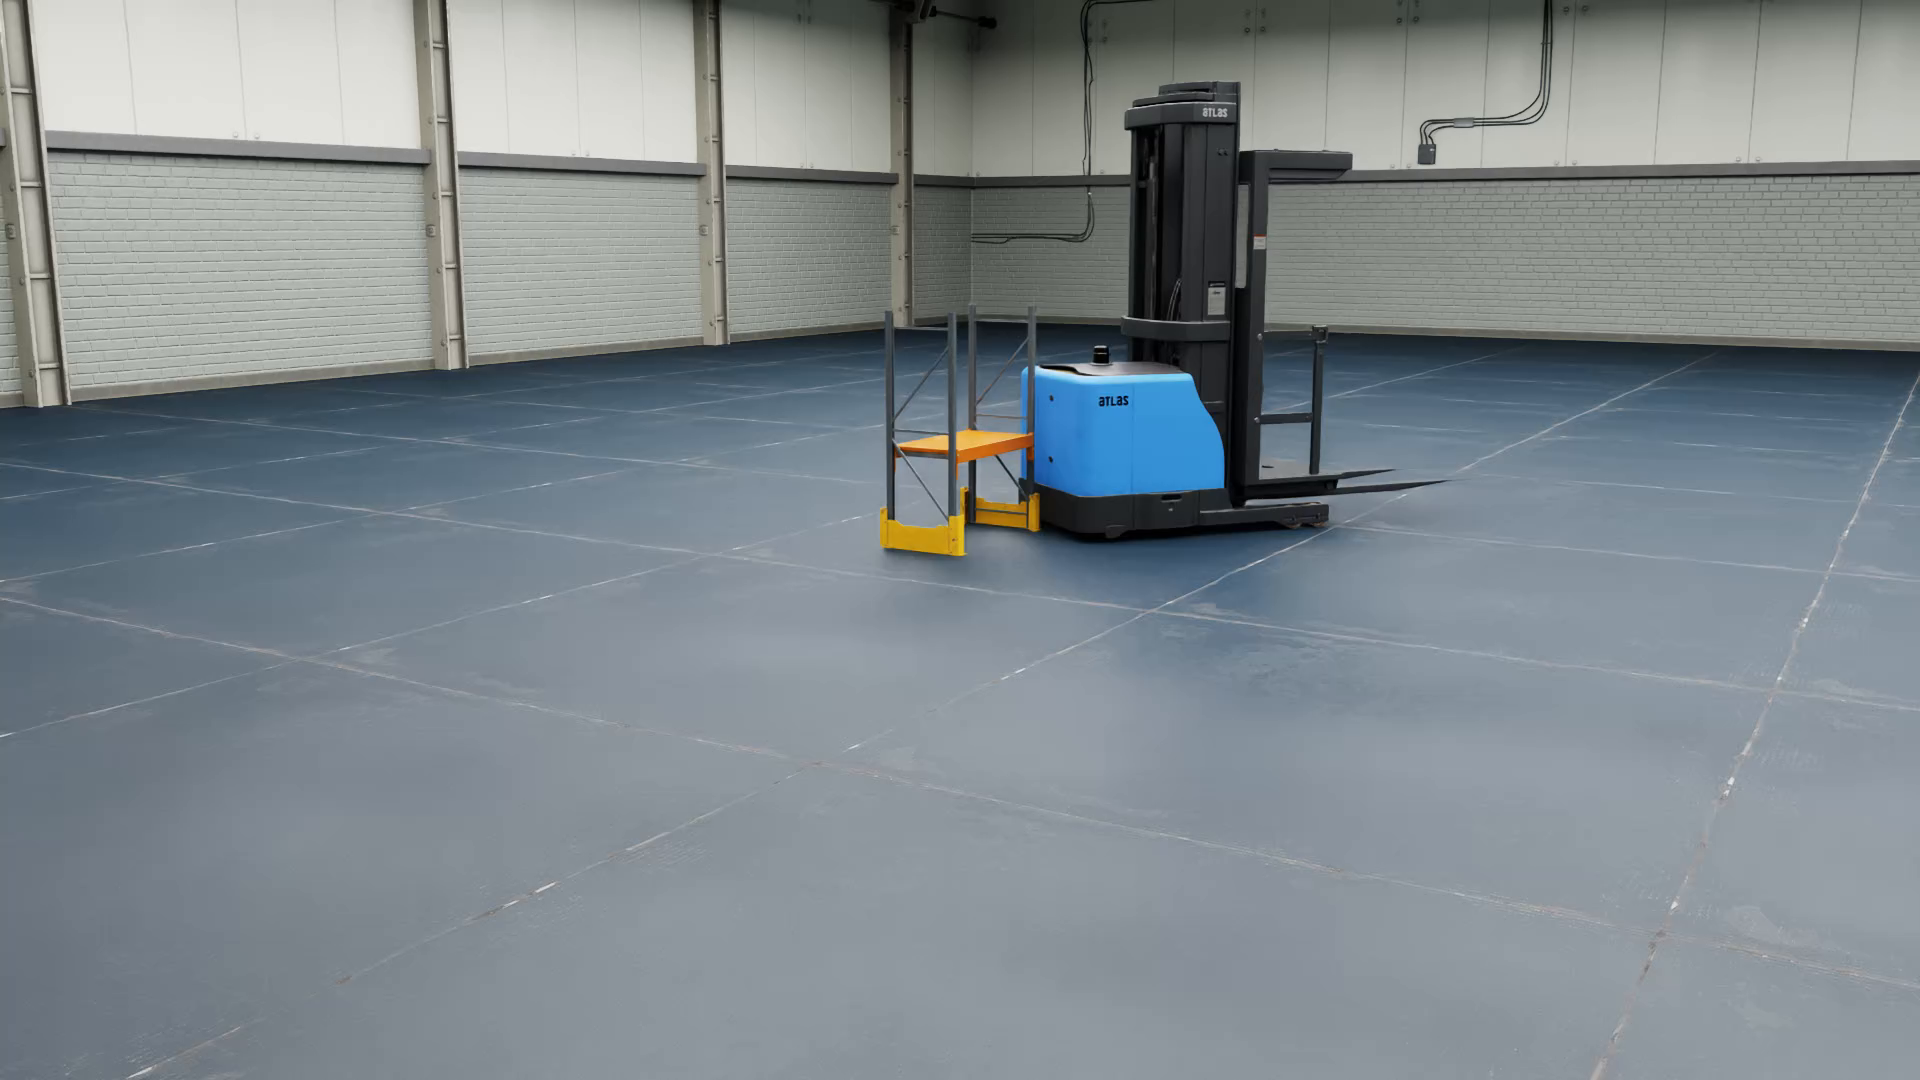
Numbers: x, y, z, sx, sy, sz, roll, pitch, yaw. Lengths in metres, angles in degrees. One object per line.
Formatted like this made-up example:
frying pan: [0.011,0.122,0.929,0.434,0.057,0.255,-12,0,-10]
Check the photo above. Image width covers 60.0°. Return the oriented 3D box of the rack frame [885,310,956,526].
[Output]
rack frame: [-0.244,-0.668,10.361,0.500,1.500,0.032,6,12,30]

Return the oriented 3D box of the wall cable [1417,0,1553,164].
wall cable: [9.590,-9.909,30.099,2.305,6.003,0.169,6,12,31]

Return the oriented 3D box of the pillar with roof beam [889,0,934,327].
pillar with roof beam: [2.504,-8.398,31.273,9.100,9.000,0.548,6,12,31]

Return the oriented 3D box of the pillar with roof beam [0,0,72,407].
pillar with roof beam: [-6.841,-5.567,16.152,9.100,9.000,0.400,6,12,31]

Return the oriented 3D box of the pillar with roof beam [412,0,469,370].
pillar with roof beam: [-3.726,-6.511,21.192,9.100,9.000,0.400,6,12,31]

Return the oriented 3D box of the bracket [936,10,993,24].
bracket: [0.268,-10.890,34.801,0.076,0.066,3.189,6,12,31]

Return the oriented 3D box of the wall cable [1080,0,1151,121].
wall cable: [3.797,-9.844,33.710,3.097,2.526,0.112,6,12,31]

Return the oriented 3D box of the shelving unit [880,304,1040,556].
shelving unit: [0.013,-0.747,10.782,0.587,1.500,1.083,6,12,30]

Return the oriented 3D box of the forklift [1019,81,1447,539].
forklift: [1.975,-1.600,11.449,3.031,2.935,1.130,-4,11,-22]

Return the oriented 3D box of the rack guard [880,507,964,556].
rack guard: [-0.243,-0.054,10.477,0.587,0.250,0.087,6,12,30]

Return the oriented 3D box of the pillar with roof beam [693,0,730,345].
pillar with roof beam: [-0.611,-7.454,26.232,9.100,9.000,0.400,6,12,31]

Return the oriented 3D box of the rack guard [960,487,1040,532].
rack guard: [0.269,-0.211,11.317,0.587,0.250,0.087,6,12,30]

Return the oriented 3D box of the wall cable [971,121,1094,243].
wall cable: [1.485,-7.620,35.555,3.097,2.526,0.112,6,12,31]

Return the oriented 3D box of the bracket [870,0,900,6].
bracket: [-2.425,-10.074,30.444,0.076,0.066,4.783,6,12,31]

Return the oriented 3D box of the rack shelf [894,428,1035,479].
rack shelf: [0.017,-0.571,10.823,0.538,0.185,1.000,6,12,30]

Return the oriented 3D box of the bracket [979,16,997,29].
bracket: [0.574,-10.983,35.297,0.235,0.232,0.430,6,12,31]

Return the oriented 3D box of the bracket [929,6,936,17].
bracket: [-0.656,-10.610,33.306,0.235,0.232,0.430,6,12,31]

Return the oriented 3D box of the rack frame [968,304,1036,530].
rack frame: [0.279,-0.829,11.218,0.500,1.500,0.032,6,12,30]

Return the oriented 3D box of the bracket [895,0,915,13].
bracket: [-1.087,-10.479,32.609,0.235,0.232,0.430,6,12,31]
